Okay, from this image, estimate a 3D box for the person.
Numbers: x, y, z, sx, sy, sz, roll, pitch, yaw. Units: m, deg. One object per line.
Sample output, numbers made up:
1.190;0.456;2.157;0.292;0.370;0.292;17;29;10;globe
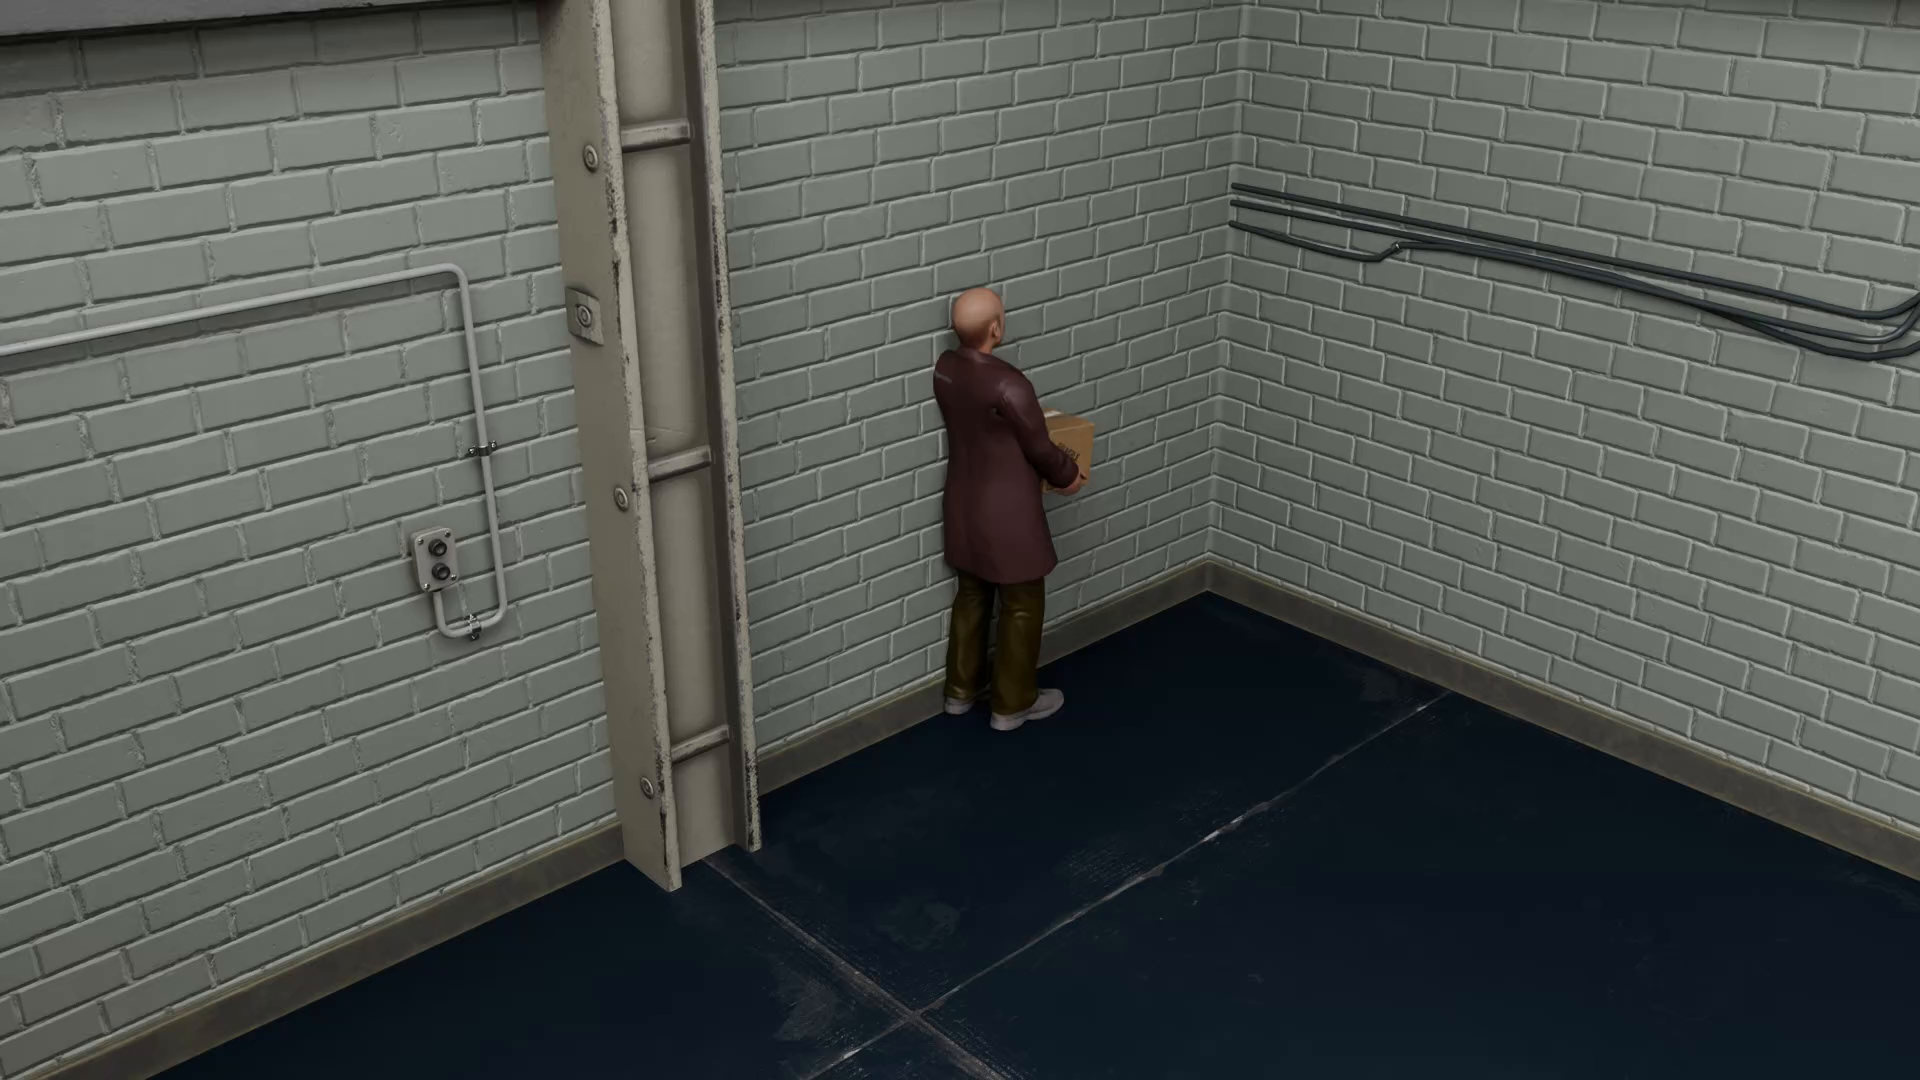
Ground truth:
0.197;-0.138;6.437;0.552;1.772;0.529;-20;31;-38;person
